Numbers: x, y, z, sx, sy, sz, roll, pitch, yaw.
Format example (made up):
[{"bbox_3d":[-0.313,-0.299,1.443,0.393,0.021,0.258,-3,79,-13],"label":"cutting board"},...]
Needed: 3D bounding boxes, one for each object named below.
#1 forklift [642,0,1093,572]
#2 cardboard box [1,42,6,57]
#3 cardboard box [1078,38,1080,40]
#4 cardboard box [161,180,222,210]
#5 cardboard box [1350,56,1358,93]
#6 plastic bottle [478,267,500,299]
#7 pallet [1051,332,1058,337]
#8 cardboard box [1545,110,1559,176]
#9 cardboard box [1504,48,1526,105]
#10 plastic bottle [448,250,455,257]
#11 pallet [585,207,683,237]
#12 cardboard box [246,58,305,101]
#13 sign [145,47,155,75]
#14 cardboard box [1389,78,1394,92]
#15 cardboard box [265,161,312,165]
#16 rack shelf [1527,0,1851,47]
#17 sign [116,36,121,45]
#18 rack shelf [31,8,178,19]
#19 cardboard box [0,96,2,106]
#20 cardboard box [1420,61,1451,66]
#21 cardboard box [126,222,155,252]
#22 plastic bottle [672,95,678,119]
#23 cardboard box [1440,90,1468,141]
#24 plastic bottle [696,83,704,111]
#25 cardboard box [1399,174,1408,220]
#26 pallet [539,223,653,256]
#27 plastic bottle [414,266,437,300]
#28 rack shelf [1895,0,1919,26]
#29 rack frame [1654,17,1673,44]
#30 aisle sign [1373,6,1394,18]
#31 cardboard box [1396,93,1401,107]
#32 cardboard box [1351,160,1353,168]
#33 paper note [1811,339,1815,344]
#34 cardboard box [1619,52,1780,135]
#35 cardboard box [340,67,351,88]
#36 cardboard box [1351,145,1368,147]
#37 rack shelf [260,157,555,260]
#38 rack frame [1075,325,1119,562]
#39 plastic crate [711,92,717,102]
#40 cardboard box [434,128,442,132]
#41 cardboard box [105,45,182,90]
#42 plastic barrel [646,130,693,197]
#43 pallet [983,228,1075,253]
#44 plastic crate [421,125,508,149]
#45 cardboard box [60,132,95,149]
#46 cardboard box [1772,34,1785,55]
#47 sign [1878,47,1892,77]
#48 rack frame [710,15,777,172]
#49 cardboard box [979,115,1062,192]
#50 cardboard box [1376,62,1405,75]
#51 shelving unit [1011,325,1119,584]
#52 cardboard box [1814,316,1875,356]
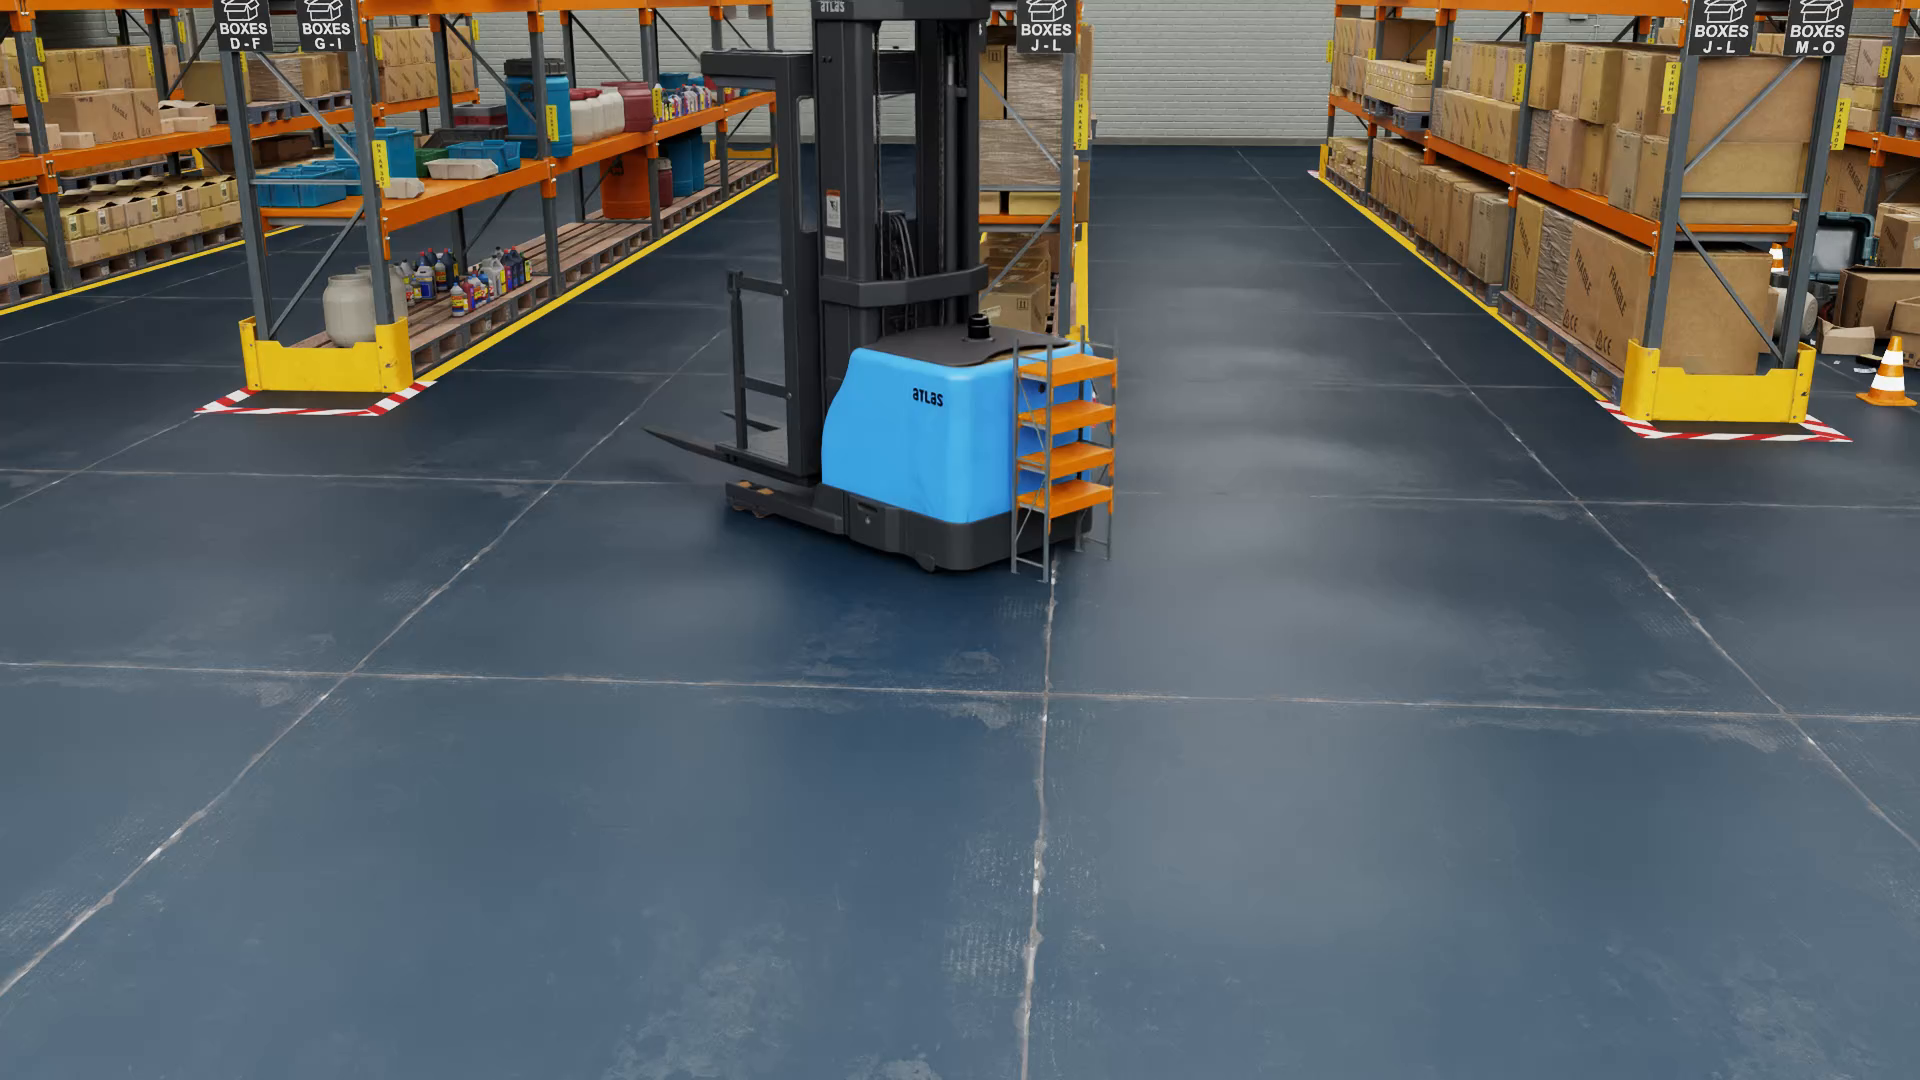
[{"bbox_3d":[-0.682,-1.612,9.134,1.130,2.935,3.031,-17,25,-41],"label":"forklift"},{"bbox_3d":[-13.503,-6.743,22.810,0.500,0.250,0.500,2,18,5],"label":"cardboard box"},{"bbox_3d":[0.701,-3.734,13.256,0.500,0.500,0.500,1,18,4],"label":"cardboard box"},{"bbox_3d":[-8.847,-3.976,19.080,0.500,0.311,0.500,1,18,3],"label":"cardboard box"},{"bbox_3d":[5.911,-6.685,23.869,0.500,0.500,0.500,1,18,4],"label":"cardboard box"},{"bbox_3d":[-4.182,-2.290,14.762,0.152,0.276,0.135,2,18,5],"label":"plastic bottle"},{"bbox_3d":[0.382,-1.389,12.823,1.003,0.211,1.213,1,18,4],"label":"pallet"},{"bbox_3d":[5.478,-3.324,14.010,0.875,0.550,0.550,1,18,4],"label":"cardboard box"},{"bbox_3d":[5.574,-4.376,15.694,0.700,0.500,0.500,1,18,3],"label":"cardboard box"},{"bbox_3d":[-4.831,-2.615,15.762,0.097,0.271,0.097,0,18,0],"label":"plastic bottle"},{"bbox_3d":[-4.069,-3.955,20.654,1.003,0.211,1.213,1,18,4],"label":"pallet"},{"bbox_3d":[-8.835,-5.871,21.188,0.700,0.500,0.500,5,19,14],"label":"cardboard box"},{"bbox_3d":[-9.566,-5.668,19.670,0.100,0.325,0.005,1,18,4],"label":"sign"},{"bbox_3d":[5.468,-5.567,20.348,0.380,0.149,0.250,2,18,5],"label":"cardboard box"},{"bbox_3d":[-8.634,-4.621,21.515,0.500,0.500,0.500,1,18,3],"label":"cardboard box"},{"bbox_3d":[5.366,-4.002,12.656,1.077,0.370,4.000,1,18,4],"label":"rack shelf"},{"bbox_3d":[-13.945,-8.203,27.623,0.100,0.325,0.005,1,18,4],"label":"sign"},{"bbox_3d":[-13.535,-8.202,25.476,1.077,0.370,4.000,1,18,4],"label":"rack shelf"},{"bbox_3d":[-9.136,-4.093,15.396,0.380,0.149,0.250,1,18,3],"label":"cardboard box"},{"bbox_3d":[6.231,-6.174,21.722,0.380,0.149,0.250,1,18,2],"label":"cardboard box"},{"bbox_3d":[-8.963,-3.236,17.723,0.500,0.250,0.500,1,18,2],"label":"cardboard box"},{"bbox_3d":[-3.602,-5.464,20.968,0.061,0.283,0.133,1,18,4],"label":"plastic bottle"},{"bbox_3d":[5.461,-4.538,17.793,0.500,0.500,0.500,1,18,3],"label":"cardboard box"},{"bbox_3d":[-3.537,-5.960,22.375,0.144,0.351,0.185,1,18,4],"label":"plastic bottle"},{"bbox_3d":[5.624,-4.165,20.156,0.500,0.500,0.500,2,18,6],"label":"cardboard box"},{"bbox_3d":[-4.178,-3.469,19.172,1.003,0.211,1.213,1,18,4],"label":"pallet"},{"bbox_3d":[-4.737,-2.279,14.729,0.152,0.276,0.135,1,18,4],"label":"plastic bottle"},{"bbox_3d":[10.597,-5.165,16.206,1.077,0.370,4.000,1,18,4],"label":"rack shelf"},{"bbox_3d":[11.314,-7.187,26.040,1.000,3.000,0.127,1,18,4],"label":"rack frame"},{"bbox_3d":[6.674,-8.518,25.925,0.394,0.787,0.004,1,18,4],"label":"aisle sign"},{"bbox_3d":[5.432,-5.259,19.886,0.380,0.149,0.250,1,18,3],"label":"cardboard box"},{"bbox_3d":[5.951,-5.521,24.381,0.380,0.149,0.250,0,18,1],"label":"cardboard box"},{"bbox_3d":[7.237,-1.662,13.959,0.172,0.023,0.155,8,20,23],"label":"paper note"},{"bbox_3d":[5.235,-3.169,11.801,0.875,0.550,0.550,1,18,4],"label":"cardboard box"},{"bbox_3d":[-8.958,-6.597,24.077,0.500,0.500,0.500,2,18,5],"label":"cardboard box"},{"bbox_3d":[5.996,-5.749,24.600,0.380,0.149,0.250,1,18,4],"label":"cardboard box"},{"bbox_3d":[-4.514,-2.829,13.894,1.077,0.370,4.000,1,18,4],"label":"rack shelf"},{"bbox_3d":[0.696,-0.487,8.481,0.015,1.200,0.240,-17,25,-42],"label":"rack frame"},{"bbox_3d":[-3.621,-6.321,23.724,0.396,0.136,0.243,1,18,4],"label":"plastic crate"},{"bbox_3d":[-8.244,-6.477,27.182,0.500,0.500,0.500,1,18,4],"label":"cardboard box"},{"bbox_3d":[-13.418,-7.724,27.196,0.980,0.700,0.700,2,18,6],"label":"cardboard box"},{"bbox_3d":[-3.904,-5.090,22.336,0.600,0.901,0.708,1,18,4],"label":"plastic barrel"},{"bbox_3d":[0.799,-3.356,18.826,1.003,0.211,1.213,1,18,4],"label":"pallet"},{"bbox_3d":[-4.535,-3.603,15.200,0.767,0.338,0.504,1,18,4],"label":"plastic crate"},{"bbox_3d":[-9.044,-4.055,16.884,0.380,0.149,0.250,1,18,4],"label":"cardboard box"},{"bbox_3d":[10.700,-6.179,21.195,0.500,0.500,0.500,1,18,4],"label":"cardboard box"},{"bbox_3d":[10.187,-5.264,18.311,0.100,0.325,0.005,1,18,4],"label":"sign"},{"bbox_3d":[-3.510,-7.519,27.052,1.000,3.000,0.127,1,18,4],"label":"rack frame"},{"bbox_3d":[0.350,-2.798,12.007,0.875,0.500,0.500,1,18,4],"label":"cardboard box"},{"bbox_3d":[5.541,-6.031,21.285,0.380,0.149,0.250,1,18,3],"label":"cardboard box"},{"bbox_3d":[0.523,-0.433,8.318,0.503,1.200,0.258,-17,25,-42],"label":"shelving unit"},{"bbox_3d":[7.223,-1.665,13.578,0.396,0.266,0.258,4,19,13],"label":"cardboard box"}]
